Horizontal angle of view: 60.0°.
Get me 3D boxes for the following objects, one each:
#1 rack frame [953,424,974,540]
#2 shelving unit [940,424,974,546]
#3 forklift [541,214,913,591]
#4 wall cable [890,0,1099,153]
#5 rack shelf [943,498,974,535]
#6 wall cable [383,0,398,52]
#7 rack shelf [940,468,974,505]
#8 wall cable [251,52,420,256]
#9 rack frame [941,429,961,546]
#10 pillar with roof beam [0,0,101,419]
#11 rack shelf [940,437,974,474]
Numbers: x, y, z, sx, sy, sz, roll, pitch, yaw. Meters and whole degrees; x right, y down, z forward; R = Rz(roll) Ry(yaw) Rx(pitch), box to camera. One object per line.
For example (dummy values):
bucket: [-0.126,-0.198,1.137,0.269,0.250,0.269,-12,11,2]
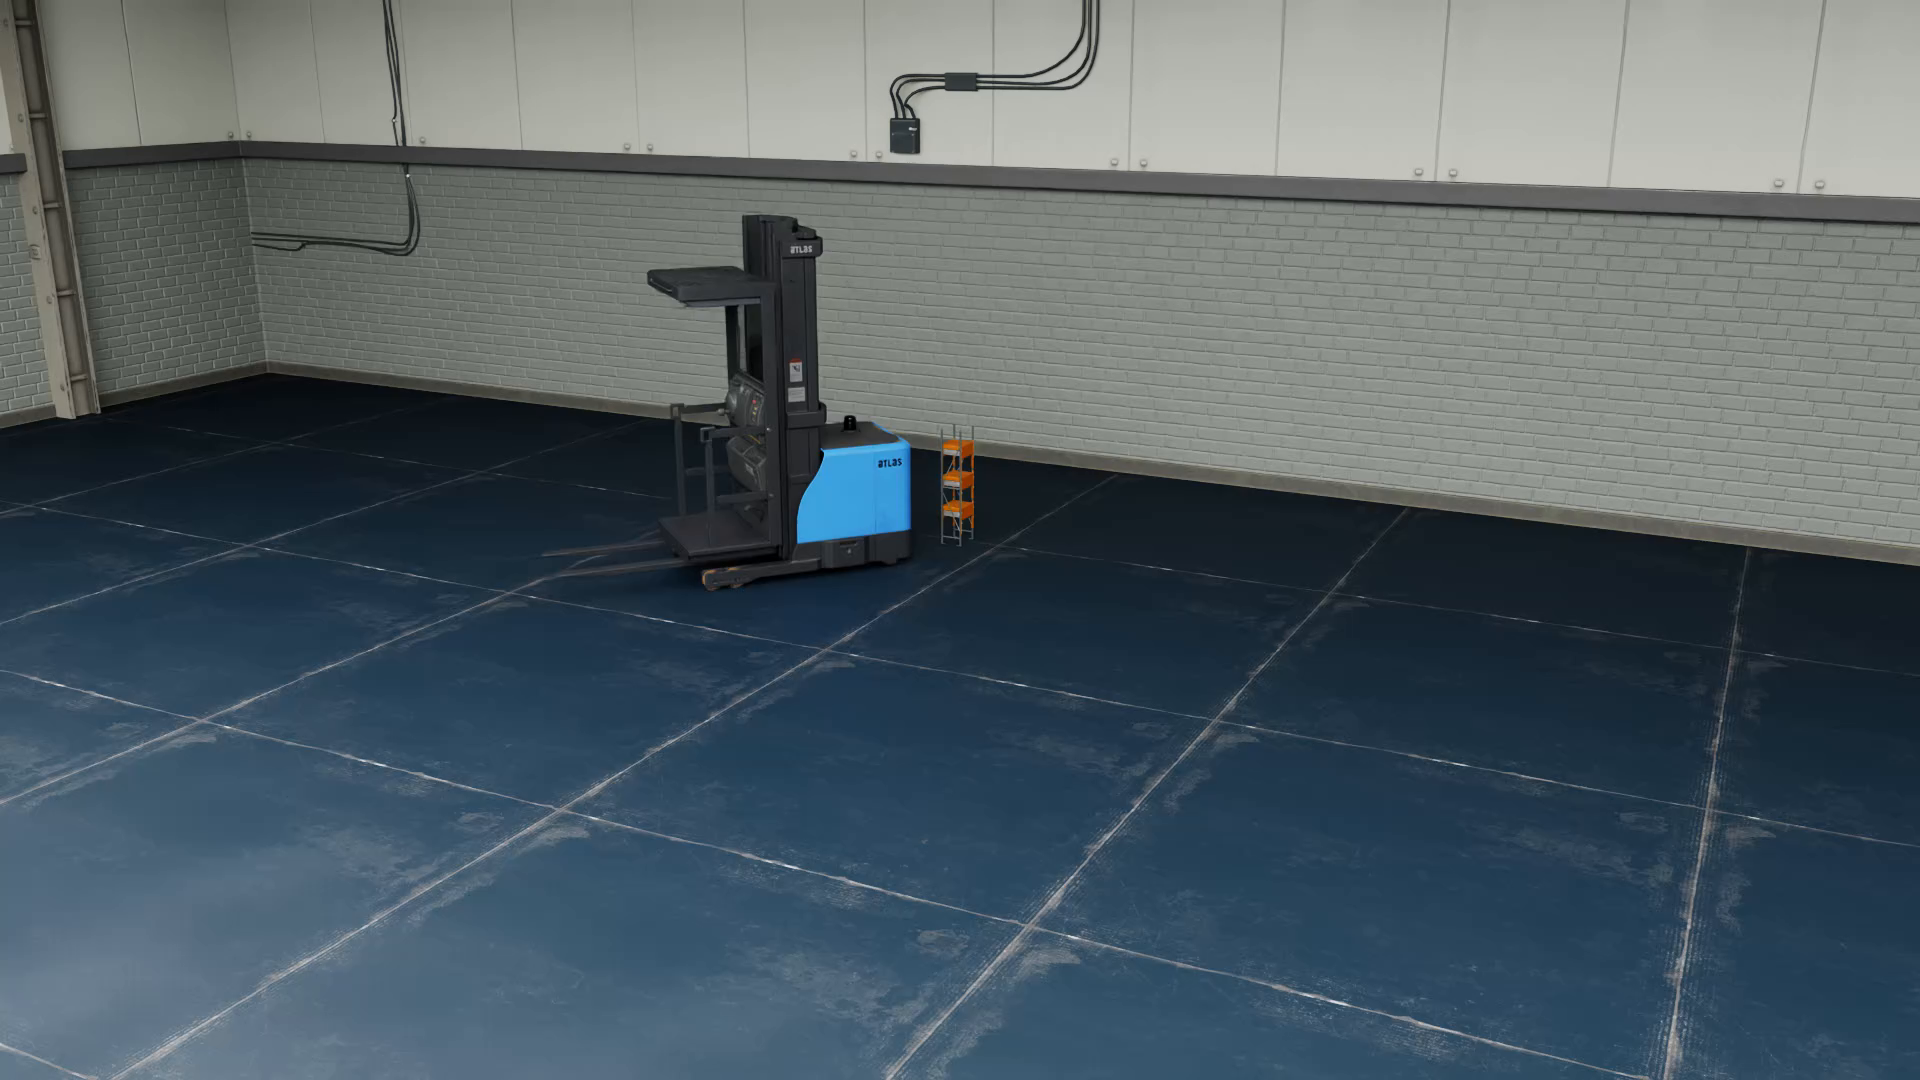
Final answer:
rack frame: [0.031,-0.521,14.934,0.200,1.050,0.008,8,18,25]
shelving unit: [-0.024,-0.490,14.829,0.215,1.050,0.252,8,18,25]
forklift: [-1.969,-1.161,13.787,3.031,2.935,1.130,-7,18,-22]
wall cable: [0.308,-6.834,16.254,2.305,6.003,0.169,8,18,25]
rack shelf: [-0.024,-0.213,14.911,0.215,0.259,0.240,8,18,25]
wall cable: [-5.758,-7.003,19.382,3.097,2.526,0.112,8,18,25]
rack shelf: [-0.024,-0.479,14.832,0.215,0.259,0.240,8,18,25]
wall cable: [-8.178,-4.927,21.260,3.097,2.526,0.112,8,18,25]
rack frame: [-0.078,-0.459,14.724,0.200,1.050,0.008,8,18,25]
pillar with roof beam: [-6.826,-5.285,17.014,9.100,9.000,0.400,8,18,25]
rack shelf: [-0.024,-0.752,14.751,0.215,0.259,0.240,8,18,25]
